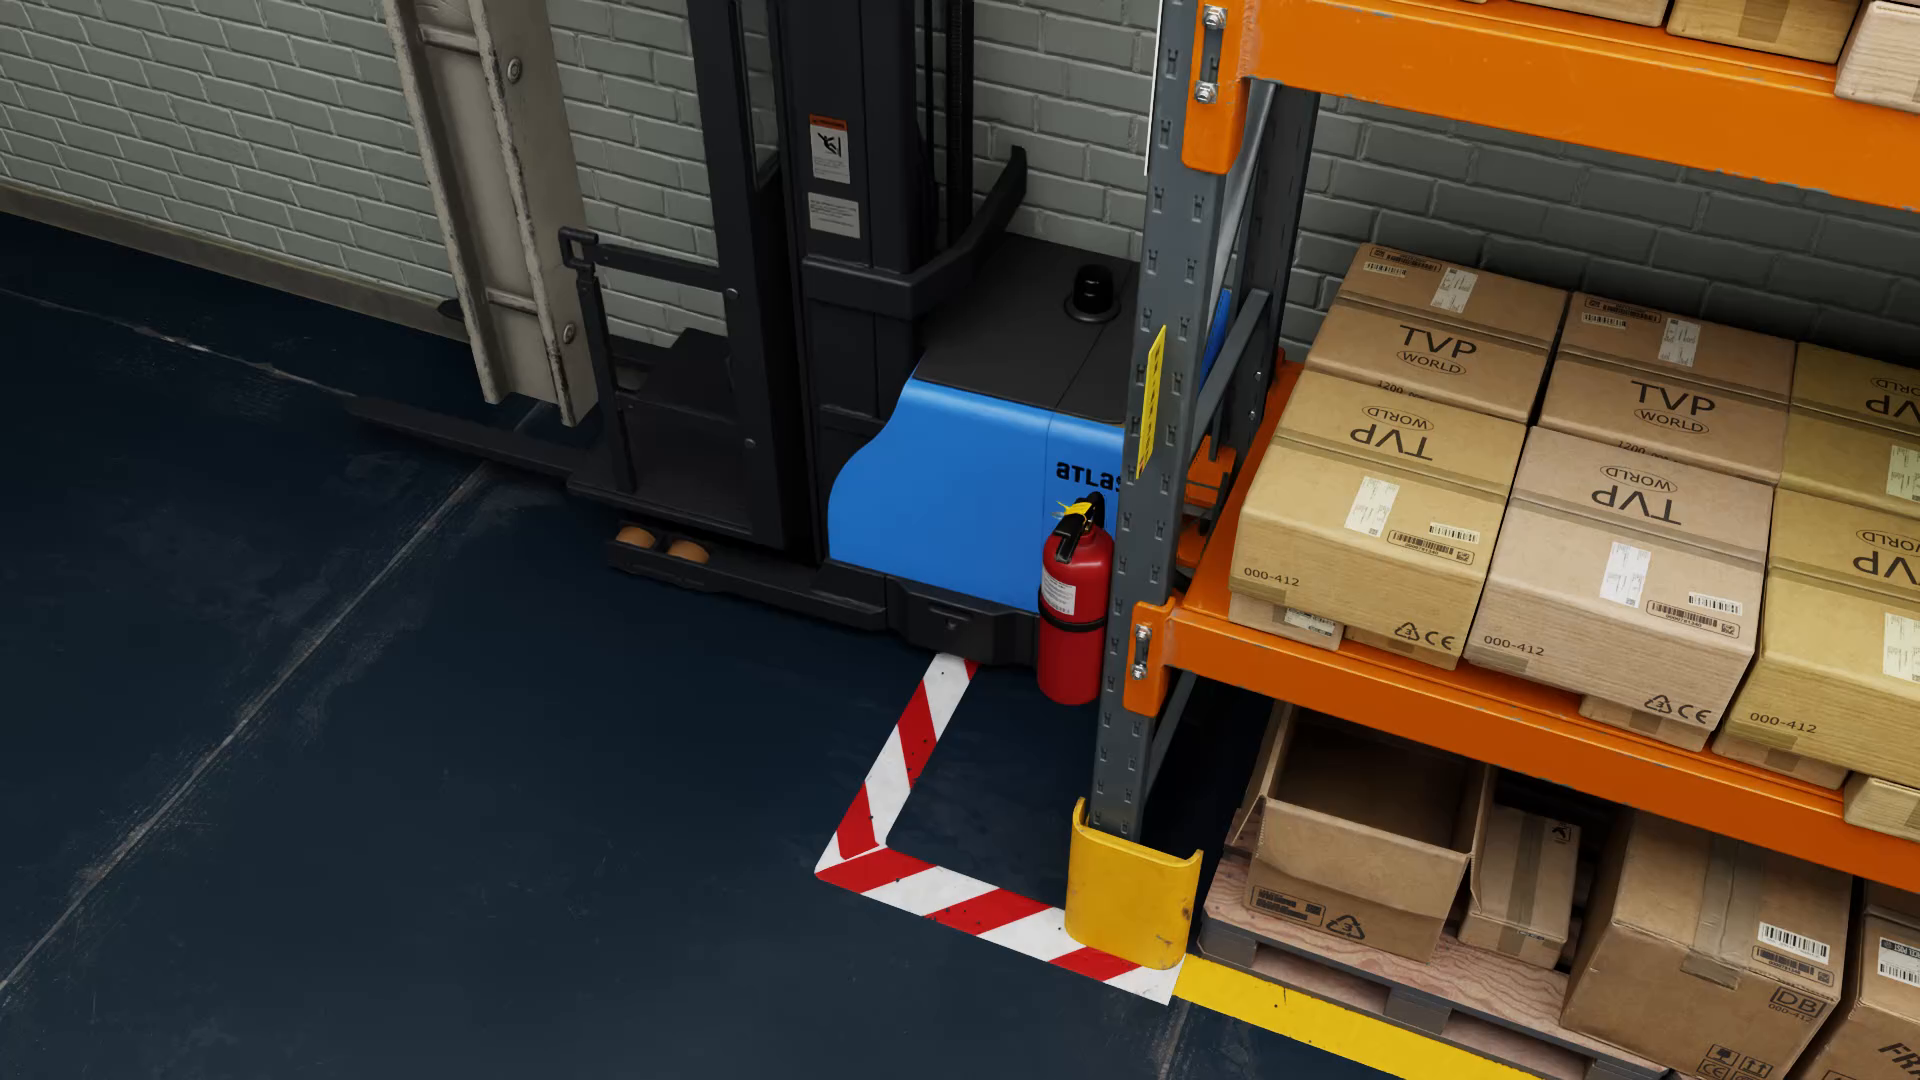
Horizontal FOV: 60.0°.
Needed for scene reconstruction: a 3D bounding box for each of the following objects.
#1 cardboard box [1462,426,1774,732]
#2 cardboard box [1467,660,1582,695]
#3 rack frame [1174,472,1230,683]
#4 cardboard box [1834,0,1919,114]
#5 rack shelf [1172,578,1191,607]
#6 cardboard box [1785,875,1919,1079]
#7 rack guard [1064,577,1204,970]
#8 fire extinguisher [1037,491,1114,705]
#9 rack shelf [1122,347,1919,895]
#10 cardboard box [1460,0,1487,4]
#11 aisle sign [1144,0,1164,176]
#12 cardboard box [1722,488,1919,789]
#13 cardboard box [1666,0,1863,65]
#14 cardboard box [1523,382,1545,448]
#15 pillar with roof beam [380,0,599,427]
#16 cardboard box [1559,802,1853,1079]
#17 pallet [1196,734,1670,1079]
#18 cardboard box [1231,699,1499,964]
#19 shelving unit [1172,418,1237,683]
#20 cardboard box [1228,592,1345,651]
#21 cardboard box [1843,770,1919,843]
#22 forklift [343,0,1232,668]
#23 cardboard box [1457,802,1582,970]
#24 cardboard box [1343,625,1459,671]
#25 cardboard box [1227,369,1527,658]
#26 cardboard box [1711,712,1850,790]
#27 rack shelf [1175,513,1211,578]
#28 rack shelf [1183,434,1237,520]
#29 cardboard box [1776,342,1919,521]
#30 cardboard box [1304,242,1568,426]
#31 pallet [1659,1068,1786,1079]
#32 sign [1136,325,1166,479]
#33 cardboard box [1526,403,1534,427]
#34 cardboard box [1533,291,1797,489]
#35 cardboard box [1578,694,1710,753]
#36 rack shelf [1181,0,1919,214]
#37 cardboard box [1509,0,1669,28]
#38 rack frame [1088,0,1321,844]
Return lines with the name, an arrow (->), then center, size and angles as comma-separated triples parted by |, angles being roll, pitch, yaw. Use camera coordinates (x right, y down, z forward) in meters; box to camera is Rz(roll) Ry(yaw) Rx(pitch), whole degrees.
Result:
cardboard box -> 1.366, 0.067, 3.451 | 0.500, 0.250, 0.500 | 17, 47, 16
cardboard box -> 1.292, 0.129, 3.672 | 0.250, 0.149, 0.380 | 16, 47, 15
rack frame -> 0.604, 0.111, 4.840 | 0.200, 1.050, 0.008 | 15, 55, 9
cardboard box -> 1.463, -0.782, 2.461 | 0.250, 0.149, 0.380 | 17, 47, 17
rack shelf -> 0.633, 0.188, 5.142 | 0.215, 0.259, 0.240 | 15, 55, 9
cardboard box -> 2.337, 1.115, 3.977 | 0.500, 0.500, 0.500 | 17, 47, 17
rack guard -> 0.656, 0.591, 4.802 | 0.348, 0.500, 1.175 | 16, 47, 16
fire extinguisher -> 0.272, 0.105, 3.837 | 0.183, 0.674, 0.296 | 16, 47, 16
rack shelf -> 2.432, 0.482, 3.649 | 4.000, 0.370, 1.077 | 16, 47, 16
cardboard box -> 0.791, -1.052, 2.732 | 0.250, 0.149, 0.380 | 17, 47, 17
aisle sign -> 0.410, -1.065, 2.850 | 0.004, 0.787, 0.394 | 16, 47, 16
cardboard box -> 1.835, 0.203, 3.315 | 0.500, 0.250, 0.500 | 16, 47, 15
cardboard box -> 1.273, -0.917, 2.597 | 0.250, 0.149, 0.380 | 17, 47, 16
cardboard box -> 1.483, -0.186, 3.989 | 0.250, 0.149, 0.380 | 15, 47, 15
pillar with roof beam -> -3.213, -0.959, 0.334 | 0.400, 9.000, 9.100 | 16, 47, 16
cardboard box -> 1.888, 0.907, 4.186 | 0.500, 0.500, 0.700 | 18, 48, 17
pallet -> 1.392, 0.909, 4.687 | 1.213, 0.211, 1.003 | 16, 47, 16
cardboard box -> 1.114, 0.648, 4.444 | 0.637, 0.503, 0.797 | 15, 47, 14
shelving unit -> 0.641, 0.017, 4.909 | 0.215, 1.050, 0.252 | 15, 55, 9
cardboard box -> 0.784, 0.041, 3.760 | 0.250, 0.149, 0.380 | 16, 47, 16
cardboard box -> 1.954, 0.423, 3.376 | 0.250, 0.149, 0.380 | 15, 47, 15
forklift -> -0.661, -1.209, 4.887 | 3.031, 2.935, 1.130 | 14, 47, 14
cardboard box -> 1.491, 0.915, 4.428 | 0.250, 0.149, 0.380 | 15, 47, 14
cardboard box -> 1.036, 0.080, 3.721 | 0.250, 0.149, 0.380 | 17, 47, 17
cardboard box -> 0.901, -0.069, 3.588 | 0.500, 0.250, 0.500 | 17, 47, 16
cardboard box -> 1.749, 0.306, 3.494 | 0.250, 0.149, 0.380 | 17, 47, 16
rack shelf -> 0.640, 0.024, 4.918 | 0.215, 0.259, 0.240 | 15, 55, 9
rack shelf -> 0.648, -0.144, 4.689 | 0.215, 0.259, 0.240 | 15, 55, 9
cardboard box -> 2.043, -0.137, 3.657 | 0.500, 0.250, 0.500 | 18, 48, 17
cardboard box -> 1.113, -0.416, 3.937 | 0.500, 0.250, 0.500 | 18, 48, 17
pallet -> 2.514, 1.242, 4.353 | 1.213, 0.211, 1.003 | 16, 47, 16
sign -> 0.377, -0.269, 3.280 | 0.005, 0.325, 0.100 | 16, 47, 16
cardboard box -> 1.206, -0.202, 4.005 | 0.250, 0.149, 0.380 | 18, 48, 17
cardboard box -> 1.588, -0.275, 3.795 | 0.500, 0.250, 0.500 | 17, 47, 16
cardboard box -> 1.502, 0.237, 3.563 | 0.250, 0.149, 0.380 | 18, 48, 17
rack shelf -> 2.432, -0.581, 2.591 | 4.000, 0.370, 1.077 | 16, 47, 16
cardboard box -> 1.043, -0.998, 2.678 | 0.250, 0.149, 0.380 | 17, 47, 17
rack frame -> 0.586, -0.316, 3.941 | 0.127, 3.000, 1.000 | 16, 47, 16
